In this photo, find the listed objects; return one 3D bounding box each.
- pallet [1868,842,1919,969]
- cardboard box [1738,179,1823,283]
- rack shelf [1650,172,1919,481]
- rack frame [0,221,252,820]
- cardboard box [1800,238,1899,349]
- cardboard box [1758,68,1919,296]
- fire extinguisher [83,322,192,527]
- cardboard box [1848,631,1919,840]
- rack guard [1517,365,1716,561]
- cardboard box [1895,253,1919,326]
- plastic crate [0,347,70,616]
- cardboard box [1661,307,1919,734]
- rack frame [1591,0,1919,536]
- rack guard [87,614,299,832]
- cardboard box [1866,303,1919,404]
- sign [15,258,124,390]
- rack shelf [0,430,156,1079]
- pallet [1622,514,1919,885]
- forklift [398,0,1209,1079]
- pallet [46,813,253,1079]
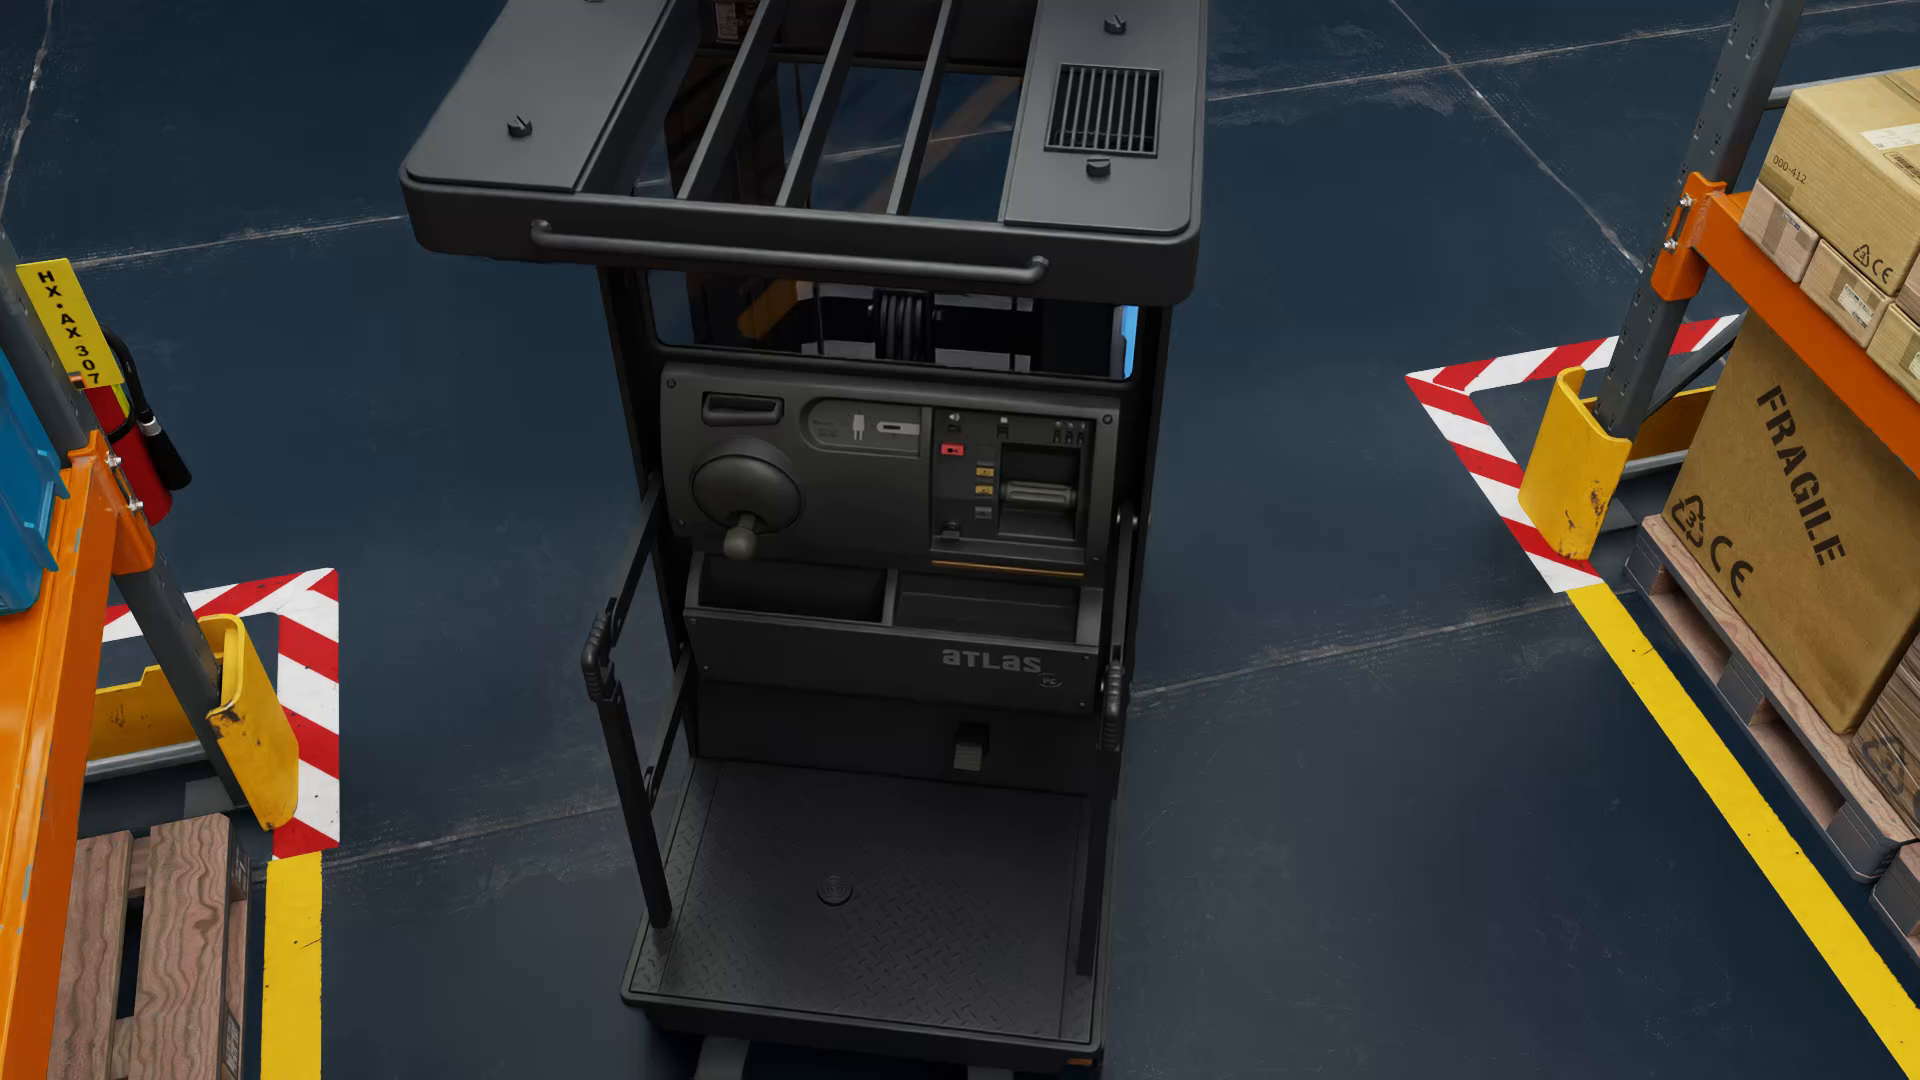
[{"bbox_3d":[2.994,1.171,3.954,1.003,0.211,1.213,-11,47,-10],"label":"pallet"},{"bbox_3d":[2.176,-0.790,4.100,0.380,0.149,0.250,-10,46,-10],"label":"cardboard box"},{"bbox_3d":[2.917,0.449,3.213,1.077,0.370,4.000,-11,47,-10],"label":"rack shelf"},{"bbox_3d":[-2.383,-0.278,3.422,1.000,3.000,0.127,-11,47,-10],"label":"rack frame"},{"bbox_3d":[2.244,-0.613,3.926,0.380,0.149,0.250,-11,47,-11],"label":"cardboard box"},{"bbox_3d":[2.266,-0.854,3.884,0.500,0.250,0.500,-12,47,-11],"label":"cardboard box"},{"bbox_3d":[-1.983,-0.307,3.766,0.296,0.674,0.183,-11,47,-10],"label":"fire extinguisher"},{"bbox_3d":[2.879,0.469,3.884,0.875,0.875,0.875,-11,47,-10],"label":"cardboard box"},{"bbox_3d":[2.398,-0.325,5.218,1.175,0.500,0.348,-11,47,-10],"label":"rack guard"},{"bbox_3d":[2.406,-0.496,3.533,0.500,0.250,0.500,-11,47,-11],"label":"cardboard box"},{"bbox_3d":[-2.117,-0.114,3.195,0.616,0.435,0.499,-11,47,-10],"label":"plastic crate"},{"bbox_3d":[2.646,-0.159,4.500,0.875,0.875,0.875,-11,47,-10],"label":"cardboard box"},{"bbox_3d":[2.405,-1.183,4.309,1.000,3.000,0.127,-11,47,-10],"label":"rack frame"},{"bbox_3d":[-2.402,0.583,4.329,1.175,0.500,0.348,-11,47,-10],"label":"rack guard"},{"bbox_3d":[2.309,-0.436,3.753,0.380,0.149,0.250,-12,47,-11],"label":"cardboard box"},{"bbox_3d":[-1.856,-0.447,3.473,0.100,0.325,0.005,-11,47,-10],"label":"sign"},{"bbox_3d":[-1.871,1.355,2.326,1.077,0.370,4.000,-11,47,-10],"label":"rack shelf"},{"bbox_3d":[2.685,0.330,4.778,1.003,0.211,1.213,-11,47,-10],"label":"pallet"},{"bbox_3d":[-0.173,-0.036,3.233,1.130,2.935,3.031,5,46,5],"label":"forklift"},{"bbox_3d":[-2.210,1.275,3.853,1.003,0.211,1.213,-11,47,-10],"label":"pallet"}]
